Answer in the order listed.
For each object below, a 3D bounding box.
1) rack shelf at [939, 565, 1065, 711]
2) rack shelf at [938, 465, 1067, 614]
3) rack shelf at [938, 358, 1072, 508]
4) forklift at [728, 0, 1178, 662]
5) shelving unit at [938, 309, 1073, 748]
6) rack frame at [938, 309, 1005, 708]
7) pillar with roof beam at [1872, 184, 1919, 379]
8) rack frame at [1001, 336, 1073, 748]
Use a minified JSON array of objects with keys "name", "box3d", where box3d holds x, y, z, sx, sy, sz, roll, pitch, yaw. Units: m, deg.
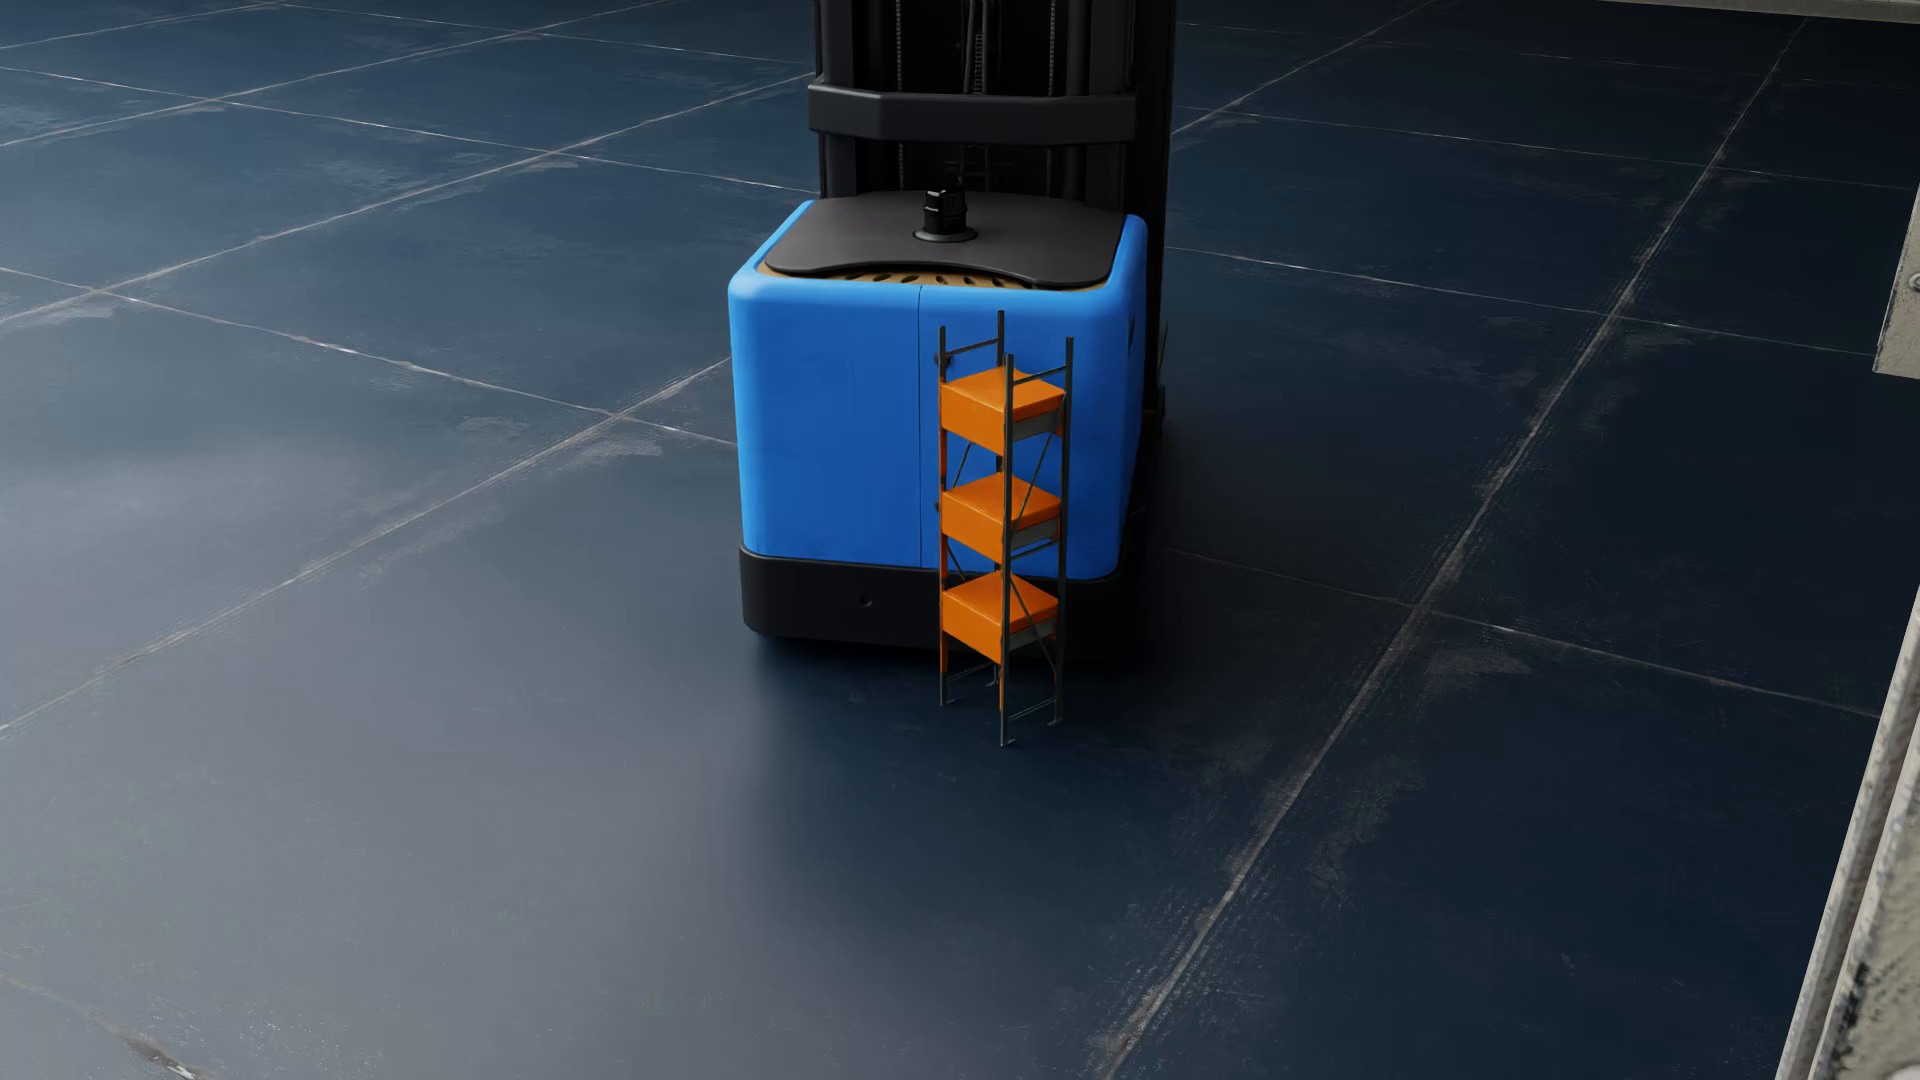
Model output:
[{"name":"rack shelf","box3d":[0.105,0.242,4.238,0.215,0.259,0.240,-20,33,-34]},{"name":"rack shelf","box3d":[0.105,-0.007,4.114,0.215,0.259,0.240,-20,33,-34]},{"name":"rack shelf","box3d":[0.105,-0.260,3.987,0.215,0.259,0.240,-20,33,-34]},{"name":"forklift","box3d":[0.143,-1.621,5.214,1.130,2.935,3.031,4,27,8]},{"name":"shelving unit","box3d":[0.105,-0.016,4.109,0.215,1.050,0.252,-20,33,-34]},{"name":"rack frame","box3d":[0.028,-0.058,4.194,0.200,1.050,0.008,-20,33,-34]},{"name":"pillar with roof beam","box3d":[0.094,-5.682,6.547,9.100,9.000,0.400,14,30,26]},{"name":"rack frame","box3d":[0.183,0.026,4.025,0.200,1.050,0.008,-20,33,-34]}]
